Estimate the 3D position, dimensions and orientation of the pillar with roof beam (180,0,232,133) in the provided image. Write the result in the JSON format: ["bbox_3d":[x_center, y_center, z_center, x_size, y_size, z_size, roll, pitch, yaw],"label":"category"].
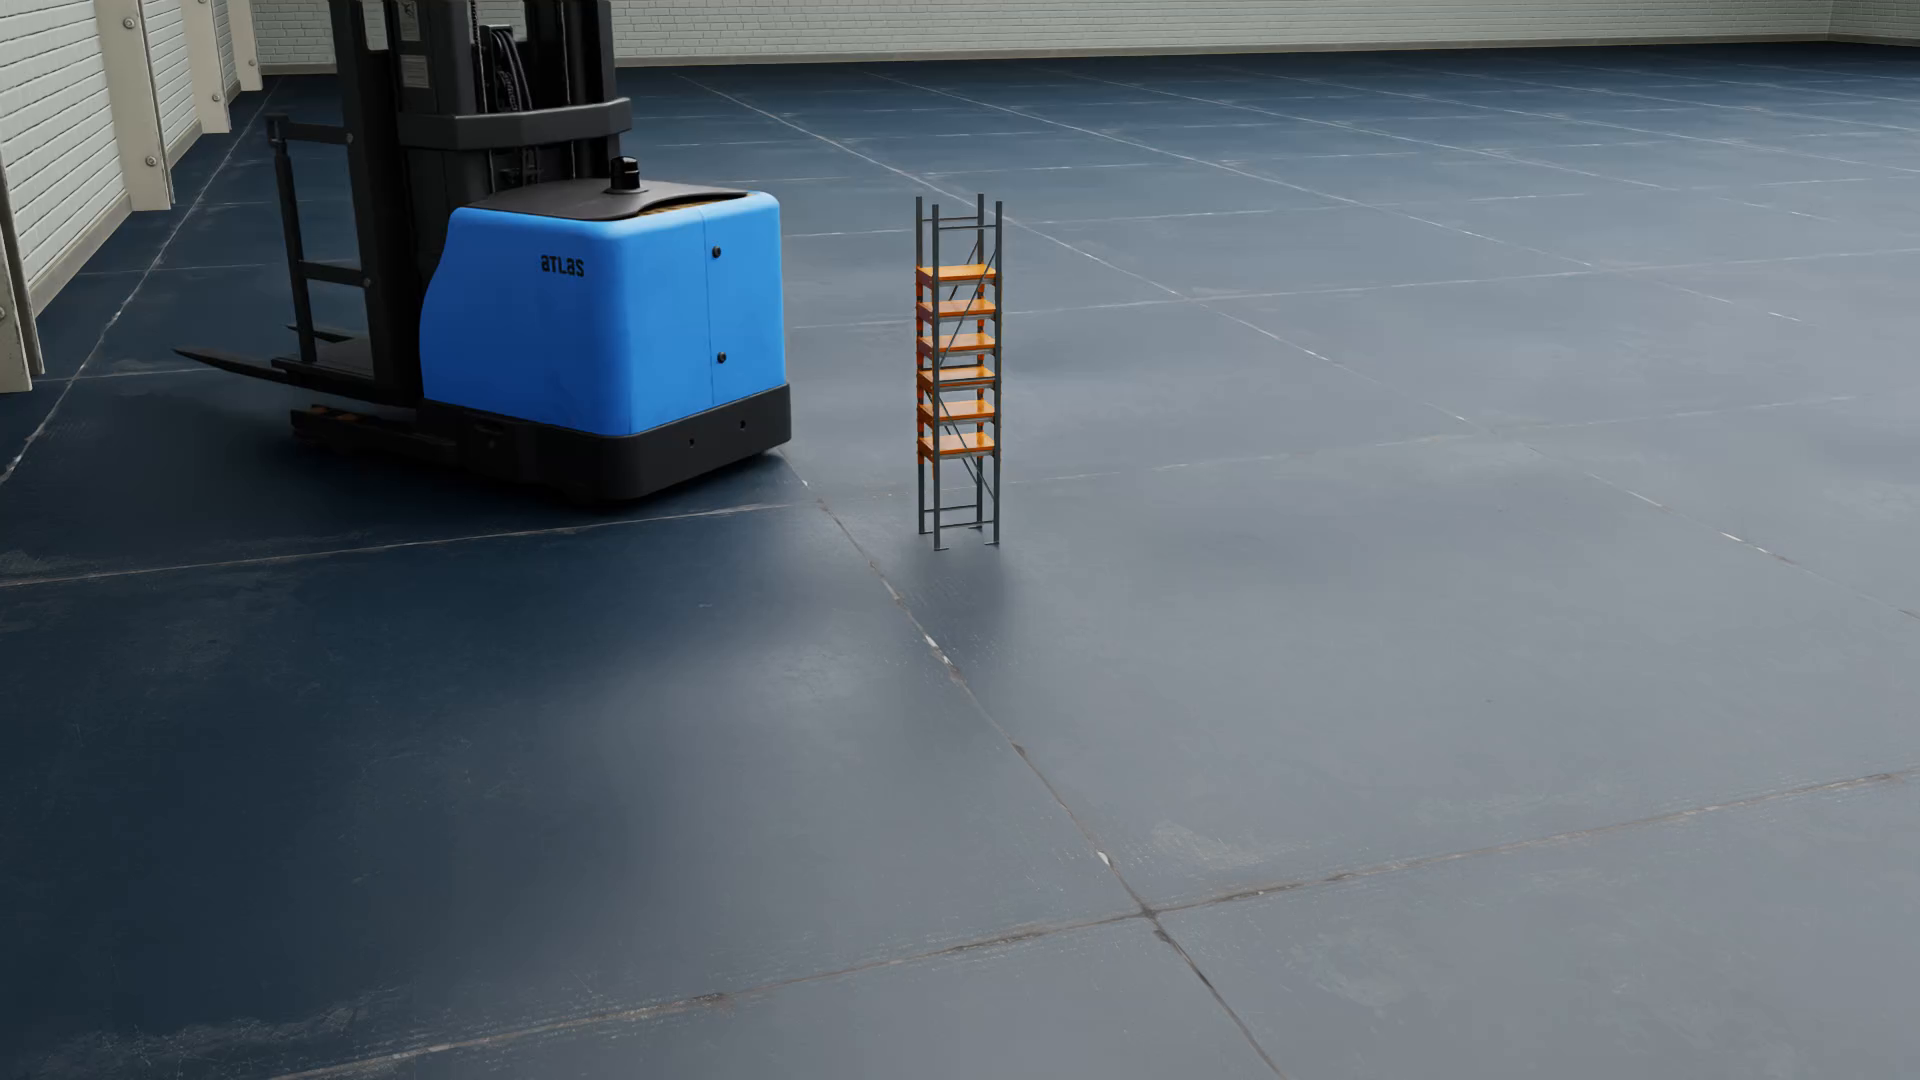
[{"bbox_3d":[-4.304,-9.298,18.491,9.100,9.000,0.400,-6,21,-17],"label":"pillar with roof beam"}]

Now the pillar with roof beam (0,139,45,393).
[{"bbox_3d":[-0.532,-5.447,7.770,9.100,9.000,0.400,-6,21,-17],"label":"pillar with roof beam"}]

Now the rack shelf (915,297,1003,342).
[{"bbox_3d":[-0.005,-0.753,5.660,0.258,0.103,0.180,-6,21,-17],"label":"rack shelf"}]

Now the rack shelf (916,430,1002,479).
[{"bbox_3d":[-0.005,-0.302,5.823,0.258,0.103,0.180,-6,21,-17],"label":"rack shelf"}]

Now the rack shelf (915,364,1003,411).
[{"bbox_3d":[-0.005,-0.528,5.742,0.258,0.103,0.180,-6,21,-17],"label":"rack shelf"}]

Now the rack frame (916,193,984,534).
[{"bbox_3d":[-0.033,-0.599,5.808,0.240,1.200,0.006,-6,21,-17],"label":"rack frame"}]

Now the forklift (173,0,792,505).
[{"bbox_3d":[-2.210,-1.872,6.792,3.031,2.935,1.130,12,23,31],"label":"forklift"}]

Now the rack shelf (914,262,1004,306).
[{"bbox_3d":[-0.005,-0.866,5.620,0.258,0.103,0.180,-6,21,-17],"label":"rack shelf"}]

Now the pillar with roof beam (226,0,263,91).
[{"bbox_3d":[-6.189,-11.224,23.852,9.100,9.000,0.400,-6,21,-17],"label":"pillar with roof beam"}]

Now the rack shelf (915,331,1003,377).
[{"bbox_3d":[-0.005,-0.640,5.701,0.258,0.103,0.180,-6,21,-17],"label":"rack shelf"}]

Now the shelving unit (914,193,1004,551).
[{"bbox_3d":[-0.005,-0.569,5.727,0.258,1.200,0.189,-6,21,-17],"label":"shelving unit"}]

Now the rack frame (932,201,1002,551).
[{"bbox_3d":[0.024,-0.540,5.645,0.240,1.200,0.006,-6,21,-17],"label":"rack frame"}]

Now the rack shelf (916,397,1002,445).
[{"bbox_3d":[-0.005,-0.415,5.782,0.258,0.103,0.180,-6,21,-17],"label":"rack shelf"}]

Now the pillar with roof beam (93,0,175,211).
[{"bbox_3d":[-2.418,-7.373,13.131,9.100,9.000,0.400,-6,21,-17],"label":"pillar with roof beam"}]
